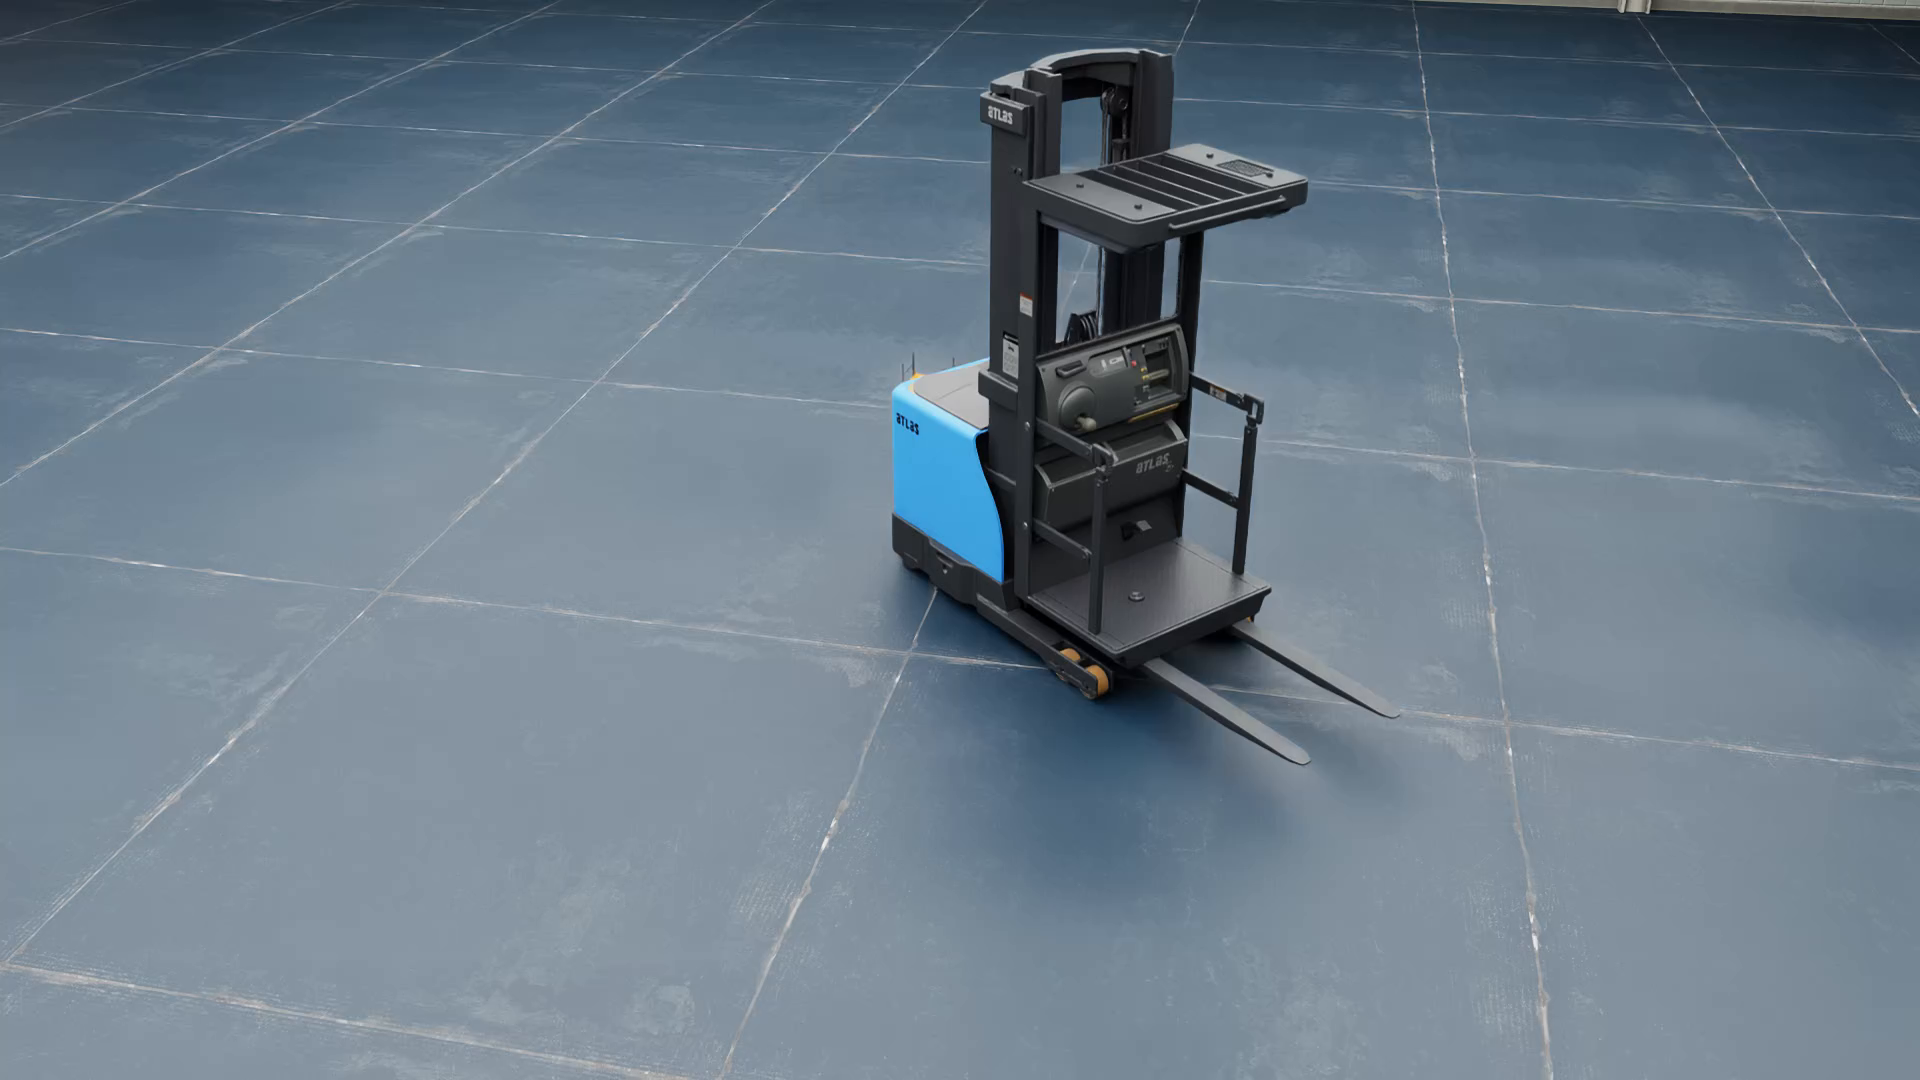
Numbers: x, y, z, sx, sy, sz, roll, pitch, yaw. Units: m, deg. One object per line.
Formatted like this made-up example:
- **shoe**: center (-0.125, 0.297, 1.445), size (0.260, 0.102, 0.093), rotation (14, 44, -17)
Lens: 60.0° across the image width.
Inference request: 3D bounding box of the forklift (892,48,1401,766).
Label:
- **forklift**: center (0.896, -0.760, 8.086), size (1.130, 2.935, 3.031), rotation (-20, 34, -32)

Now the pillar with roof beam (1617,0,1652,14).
- **pillar with roof beam**: center (8.529, -9.336, 17.433), size (0.400, 9.000, 9.100), rotation (6, 29, 11)

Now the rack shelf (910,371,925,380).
- **rack shelf**: center (-0.178, -0.801, 9.551), size (0.240, 0.259, 0.215), rotation (9, 30, 16)

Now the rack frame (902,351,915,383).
- **rack frame**: center (-0.294, -0.579, 9.715), size (0.008, 1.050, 0.200), rotation (9, 30, 16)

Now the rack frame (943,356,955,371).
- **rack frame**: center (-0.063, -0.543, 9.649), size (0.008, 1.050, 0.200), rotation (9, 30, 16)

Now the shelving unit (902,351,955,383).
- **shelving unit**: center (-0.178, -0.561, 9.682), size (0.252, 1.050, 0.215), rotation (9, 30, 16)
